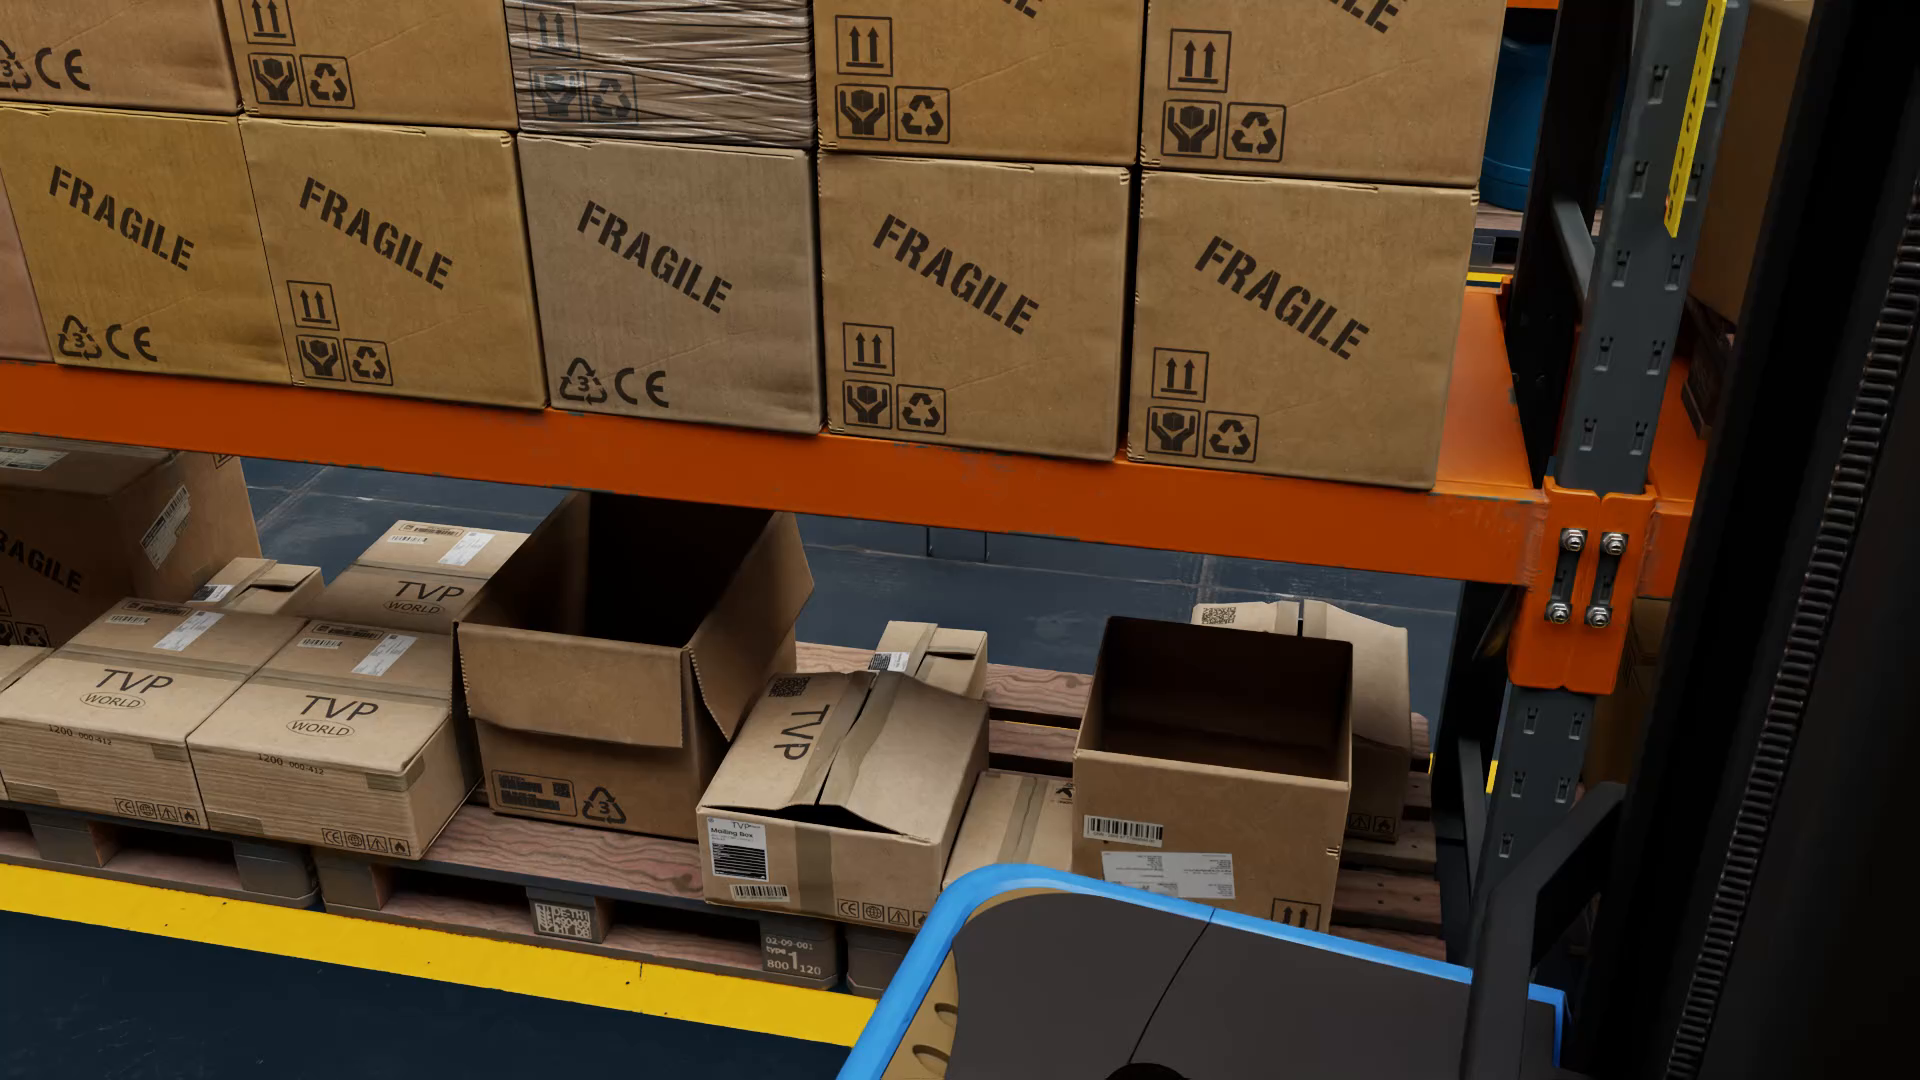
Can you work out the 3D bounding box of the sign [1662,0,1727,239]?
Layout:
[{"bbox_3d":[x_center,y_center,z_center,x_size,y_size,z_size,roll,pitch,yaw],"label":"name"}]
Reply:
[{"bbox_3d":[1.013,-0.589,2.300,0.005,0.325,0.100,6,29,11],"label":"sign"}]

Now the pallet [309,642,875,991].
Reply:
[{"bbox_3d":[-0.749,0.568,3.993,1.213,0.211,1.003,6,29,11],"label":"pallet"}]

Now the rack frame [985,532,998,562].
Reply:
[{"bbox_3d":[0.104,-0.516,4.942,0.006,1.200,0.240,6,29,11],"label":"rack frame"}]

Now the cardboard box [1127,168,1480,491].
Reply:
[{"bbox_3d":[0.577,-0.438,2.823,0.500,0.500,0.500,6,29,11],"label":"cardboard box"}]

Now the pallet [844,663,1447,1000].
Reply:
[{"bbox_3d":[0.448,0.689,3.771,1.213,0.211,1.003,6,29,11],"label":"pallet"}]

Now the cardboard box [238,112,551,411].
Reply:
[{"bbox_3d":[-0.929,-0.589,3.099,0.500,0.500,0.500,6,29,11],"label":"cardboard box"}]

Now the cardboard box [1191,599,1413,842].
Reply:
[{"bbox_3d":[0.754,0.378,3.778,0.500,0.311,0.500,6,29,11],"label":"cardboard box"}]

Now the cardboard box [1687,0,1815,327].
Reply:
[{"bbox_3d":[1.536,-0.540,2.572,0.500,0.500,0.700,-4,29,-7],"label":"cardboard box"}]

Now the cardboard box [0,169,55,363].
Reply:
[{"bbox_3d":[-1.908,-0.692,3.286,0.500,0.500,0.500,6,29,10],"label":"cardboard box"}]

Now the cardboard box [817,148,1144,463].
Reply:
[{"bbox_3d":[0.072,-0.489,2.916,0.500,0.500,0.500,7,29,12],"label":"cardboard box"}]

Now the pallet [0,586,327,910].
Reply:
[{"bbox_3d":[-1.938,0.445,4.218,1.213,0.211,1.003,6,29,11],"label":"pallet"}]

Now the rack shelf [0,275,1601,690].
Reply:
[{"bbox_3d":[-0.837,-0.350,3.514,4.000,0.370,1.077,6,29,11],"label":"rack shelf"}]

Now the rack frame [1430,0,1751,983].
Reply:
[{"bbox_3d":[1.119,-0.465,2.975,0.127,3.000,1.000,6,29,11],"label":"rack frame"}]

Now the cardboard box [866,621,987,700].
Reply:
[{"bbox_3d":[-0.094,0.359,3.962,0.250,0.166,0.380,6,29,11],"label":"cardboard box"}]

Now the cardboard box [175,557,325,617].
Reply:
[{"bbox_3d":[-1.832,0.206,4.243,0.250,0.166,0.380,6,29,11],"label":"cardboard box"}]

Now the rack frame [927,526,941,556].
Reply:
[{"bbox_3d":[-0.075,-0.534,4.976,0.006,1.200,0.240,6,29,11],"label":"rack frame"}]

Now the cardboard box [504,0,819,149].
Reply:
[{"bbox_3d":[-0.424,-0.977,2.765,0.500,0.500,0.500,6,29,11],"label":"cardboard box"}]

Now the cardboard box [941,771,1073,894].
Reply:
[{"bbox_3d":[0.124,0.660,3.432,0.250,0.149,0.380,6,29,11],"label":"cardboard box"}]

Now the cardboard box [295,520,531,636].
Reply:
[{"bbox_3d":[-1.287,0.196,4.174,0.500,0.250,0.500,6,29,11],"label":"cardboard box"}]

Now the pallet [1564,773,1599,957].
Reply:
[{"bbox_3d":[1.923,0.822,3.528,1.213,0.211,1.003,6,29,11],"label":"pallet"}]

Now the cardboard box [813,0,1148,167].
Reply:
[{"bbox_3d":[0.069,-0.926,2.673,0.500,0.500,0.500,5,29,10],"label":"cardboard box"}]

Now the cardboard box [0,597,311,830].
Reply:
[{"bbox_3d":[-1.831,0.385,3.828,0.500,0.250,0.500,6,29,11],"label":"cardboard box"}]

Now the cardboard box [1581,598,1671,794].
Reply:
[{"bbox_3d":[1.662,0.354,3.625,0.500,0.500,0.500,6,29,10],"label":"cardboard box"}]

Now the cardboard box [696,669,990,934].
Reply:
[{"bbox_3d":[-0.231,0.523,3.514,0.500,0.311,0.500,6,29,11],"label":"cardboard box"}]

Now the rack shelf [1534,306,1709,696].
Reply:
[{"bbox_3d":[3.075,0.051,2.781,4.000,0.370,1.077,6,29,11],"label":"rack shelf"}]

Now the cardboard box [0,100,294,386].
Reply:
[{"bbox_3d":[-1.418,-0.640,3.192,0.500,0.500,0.500,6,29,10],"label":"cardboard box"}]

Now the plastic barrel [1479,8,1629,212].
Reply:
[{"bbox_3d":[2.686,-1.992,7.512,0.708,0.901,0.600,6,29,11],"label":"plastic barrel"}]

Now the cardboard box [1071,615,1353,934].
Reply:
[{"bbox_3d":[0.503,0.515,3.331,0.500,0.500,0.500,6,29,11],"label":"cardboard box"}]

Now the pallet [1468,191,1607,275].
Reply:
[{"bbox_3d":[2.903,-1.470,7.716,1.213,0.211,1.003,6,29,11],"label":"pallet"}]

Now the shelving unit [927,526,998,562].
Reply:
[{"bbox_3d":[0.014,-0.525,4.959,0.189,1.200,0.258,6,29,11],"label":"shelving unit"}]

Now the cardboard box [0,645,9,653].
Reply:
[{"bbox_3d":[-2.455,0.395,3.915,0.250,0.149,0.380,6,29,11],"label":"cardboard box"}]

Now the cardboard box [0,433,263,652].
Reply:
[{"bbox_3d":[-2.209,-0.023,4.314,0.500,0.500,0.500,6,29,11],"label":"cardboard box"}]

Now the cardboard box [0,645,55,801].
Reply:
[{"bbox_3d":[-2.210,0.413,3.865,0.250,0.166,0.380,6,29,11],"label":"cardboard box"}]

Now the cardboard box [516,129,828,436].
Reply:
[{"bbox_3d":[-0.430,-0.540,3.008,0.500,0.500,0.500,7,29,12],"label":"cardboard box"}]

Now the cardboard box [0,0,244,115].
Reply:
[{"bbox_3d":[-1.413,-1.078,2.951,0.500,0.500,0.500,6,29,11],"label":"cardboard box"}]

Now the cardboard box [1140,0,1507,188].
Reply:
[{"bbox_3d":[0.571,-0.876,2.582,0.500,0.500,0.500,6,29,11],"label":"cardboard box"}]

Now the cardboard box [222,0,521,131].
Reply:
[{"bbox_3d":[-0.916,-1.028,2.859,0.500,0.500,0.500,6,29,10],"label":"cardboard box"}]

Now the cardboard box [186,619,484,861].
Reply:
[{"bbox_3d":[-1.342,0.435,3.736,0.500,0.250,0.500,6,29,11],"label":"cardboard box"}]

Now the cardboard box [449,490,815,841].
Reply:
[{"bbox_3d":[-0.719,0.251,3.809,0.637,0.503,0.797,6,29,11],"label":"cardboard box"}]

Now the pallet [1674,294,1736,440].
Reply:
[{"bbox_3d":[1.878,-0.249,2.781,1.213,0.211,1.003,6,29,11],"label":"pallet"}]

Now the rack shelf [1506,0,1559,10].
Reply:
[{"bbox_3d":[4.113,-2.274,7.030,4.000,0.370,1.077,6,29,11],"label":"rack shelf"}]

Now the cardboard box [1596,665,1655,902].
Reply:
[{"bbox_3d":[1.541,0.602,3.172,0.500,0.500,0.500,5,29,8],"label":"cardboard box"}]
